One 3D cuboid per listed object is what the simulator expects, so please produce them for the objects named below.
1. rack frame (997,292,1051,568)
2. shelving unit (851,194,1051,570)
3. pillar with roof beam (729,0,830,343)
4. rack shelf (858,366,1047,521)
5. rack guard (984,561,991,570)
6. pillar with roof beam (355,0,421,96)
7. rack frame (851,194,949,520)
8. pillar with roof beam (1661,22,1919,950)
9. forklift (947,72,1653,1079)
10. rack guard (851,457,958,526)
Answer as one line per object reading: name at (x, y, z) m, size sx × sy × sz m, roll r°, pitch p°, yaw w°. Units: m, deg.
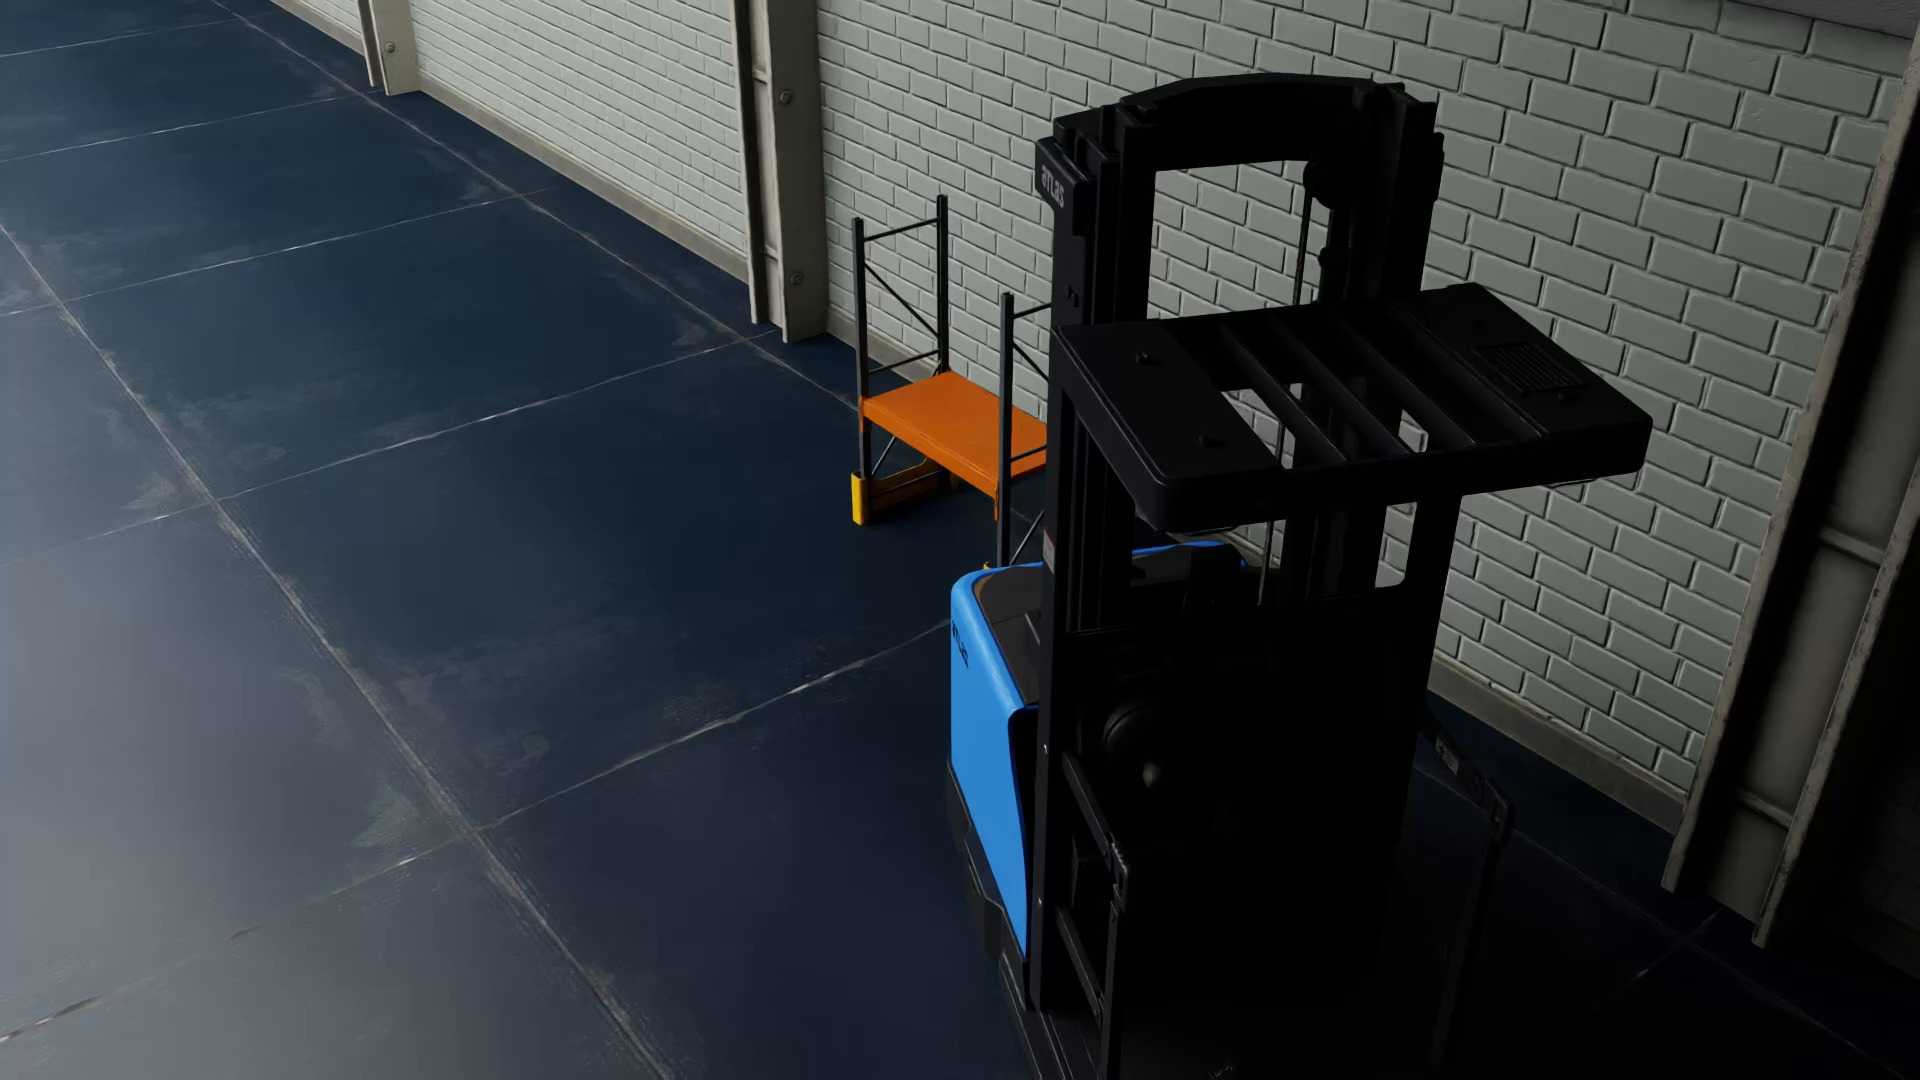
rack frame at (0.364, -0.390, 6.956) m, size 0.500 × 1.500 × 0.032 m, roll -22°, pitch 38°, yaw -31°
shelving unit at (0.047, -0.605, 7.303) m, size 0.587 × 1.500 × 1.083 m, roll -22°, pitch 38°, yaw -31°
pillar with roof beam at (-4.393, -3.692, 5.165) m, size 9.100 × 9.000 × 0.400 m, roll -22°, pitch 38°, yaw -31°
rack shelf at (0.052, -0.449, 7.392) m, size 0.538 × 0.185 × 1.000 m, roll -22°, pitch 38°, yaw -31°
rack guard at (0.352, 0.133, 7.299) m, size 0.587 × 0.250 × 0.087 m, roll -22°, pitch 38°, yaw -31°
pillar with roof beam at (-8.072, -6.192, 9.191) m, size 9.100 × 9.000 × 0.400 m, roll -22°, pitch 38°, yaw -31°
rack frame at (-0.259, -0.813, 7.638) m, size 0.500 × 1.500 × 0.032 m, roll -22°, pitch 38°, yaw -31°
pillar with roof beam at (-0.713, -1.191, 1.139) m, size 9.100 × 9.000 × 0.400 m, roll -22°, pitch 38°, yaw -31°
forklift at (0.805, 0.469, 4.217) m, size 1.130 × 2.935 × 3.031 m, roll -7°, pitch 33°, yaw -12°
rack guard at (-0.259, -0.282, 7.967) m, size 0.587 × 0.250 × 0.087 m, roll -22°, pitch 38°, yaw -31°
